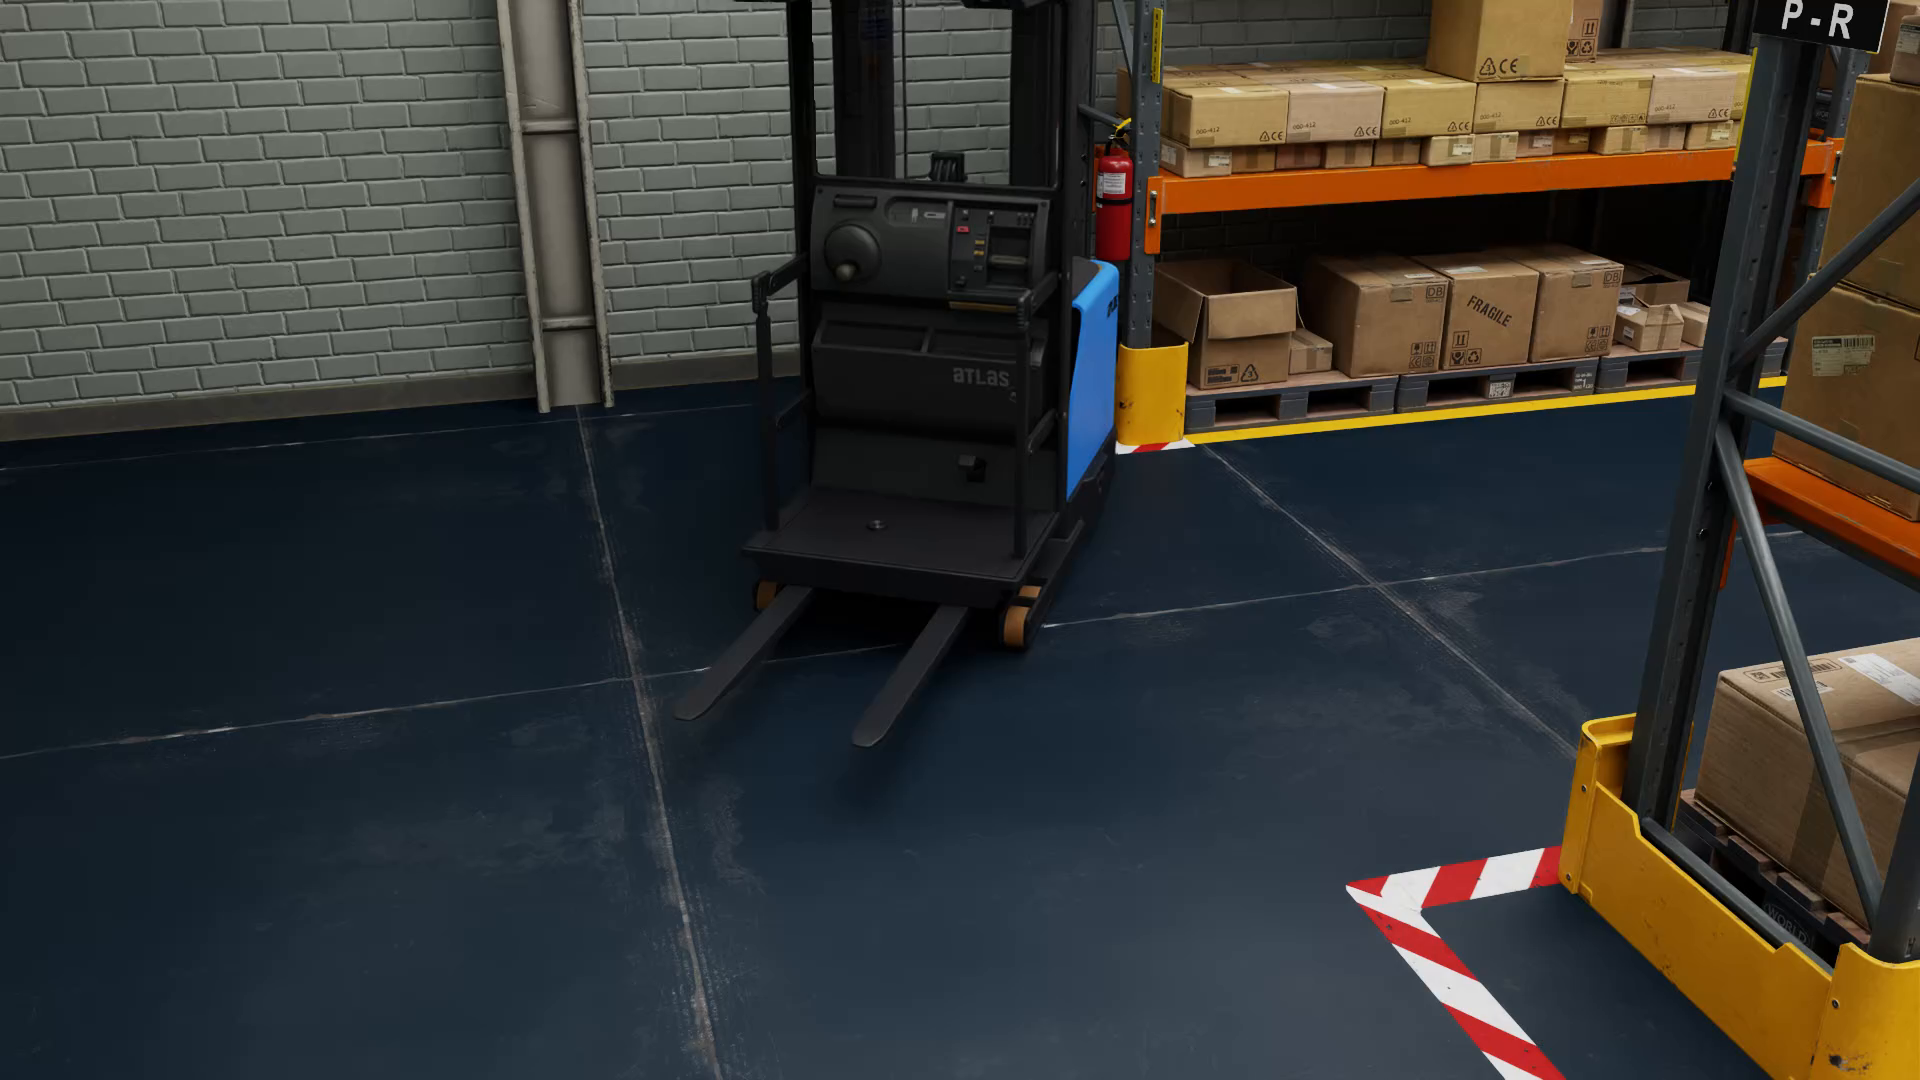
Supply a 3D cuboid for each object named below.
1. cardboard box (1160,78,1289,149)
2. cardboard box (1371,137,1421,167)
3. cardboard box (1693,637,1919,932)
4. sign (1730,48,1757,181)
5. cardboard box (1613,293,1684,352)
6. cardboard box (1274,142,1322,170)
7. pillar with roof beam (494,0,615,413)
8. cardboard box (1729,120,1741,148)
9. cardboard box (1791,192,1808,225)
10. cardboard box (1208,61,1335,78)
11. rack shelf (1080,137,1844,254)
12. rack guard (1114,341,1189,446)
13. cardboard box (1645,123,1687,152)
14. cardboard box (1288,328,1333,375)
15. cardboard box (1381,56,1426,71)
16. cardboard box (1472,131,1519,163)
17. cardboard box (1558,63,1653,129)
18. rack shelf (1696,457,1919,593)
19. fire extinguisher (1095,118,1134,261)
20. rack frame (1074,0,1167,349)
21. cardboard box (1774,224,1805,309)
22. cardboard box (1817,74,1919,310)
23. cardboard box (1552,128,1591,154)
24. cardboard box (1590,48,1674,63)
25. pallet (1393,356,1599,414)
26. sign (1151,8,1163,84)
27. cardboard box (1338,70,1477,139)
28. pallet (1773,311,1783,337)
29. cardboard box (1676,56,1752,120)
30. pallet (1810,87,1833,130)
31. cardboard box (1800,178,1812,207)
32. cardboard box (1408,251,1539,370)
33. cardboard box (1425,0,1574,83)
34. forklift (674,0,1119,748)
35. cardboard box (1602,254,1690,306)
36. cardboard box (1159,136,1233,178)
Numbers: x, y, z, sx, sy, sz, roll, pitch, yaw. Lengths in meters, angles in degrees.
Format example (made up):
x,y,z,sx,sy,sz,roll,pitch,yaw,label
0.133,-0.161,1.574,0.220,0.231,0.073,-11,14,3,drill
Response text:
x,y,z,sx,sy,sz,roll,pitch,yaw,label
1.264,-2.091,8.132,0.500,0.250,0.500,-6,24,-14,cardboard box
2.135,-2.012,8.455,0.250,0.149,0.380,-6,24,-14,cardboard box
2.708,0.683,4.571,0.875,0.438,0.875,-7,24,-16,cardboard box
1.966,-1.041,4.104,0.005,0.325,0.100,-6,24,-14,sign
3.805,-1.231,9.249,0.258,0.266,0.396,-5,24,-12,cardboard box
1.621,-1.978,8.375,0.250,0.149,0.380,-7,24,-15,cardboard box
-0.922,-3.255,3.423,0.400,9.000,9.100,-6,24,-14,pillar with roof beam
4.122,-2.222,8.943,0.250,0.149,0.380,-6,24,-13,cardboard box
4.882,-1.994,9.908,0.250,0.149,0.380,-7,24,-16,cardboard box
1.623,-2.349,8.734,0.500,0.250,0.500,-6,24,-14,cardboard box
2.680,-1.960,8.925,4.000,0.370,1.077,-6,24,-14,rack shelf
0.828,-0.937,8.799,0.348,0.500,1.175,-6,24,-14,rack guard
3.619,-2.167,8.816,0.250,0.149,0.380,-6,24,-13,cardboard box
1.789,-1.020,8.905,0.250,0.149,0.380,-7,24,-16,cardboard box
2.604,-2.456,8.982,0.500,0.250,0.500,-6,24,-14,cardboard box
2.647,-2.047,8.534,0.250,0.149,0.380,-6,24,-13,cardboard box
3.219,-2.317,8.659,0.500,0.250,0.500,-6,24,-15,cardboard box
4.025,-0.075,4.534,4.000,0.370,1.077,-6,24,-14,rack shelf
0.738,-1.679,7.930,0.183,0.674,0.296,-6,24,-14,fire extinguisher
0.755,-2.077,8.287,0.127,3.000,1.000,-6,24,-14,rack frame
4.999,-1.712,10.073,0.500,0.500,0.500,-6,24,-15,cardboard box
2.499,-0.840,4.009,0.500,0.500,0.500,-6,24,-13,cardboard box
3.102,-2.145,8.762,0.250,0.149,0.380,-6,24,-14,cardboard box
3.575,-2.565,9.236,0.500,0.250,0.500,-7,24,-15,cardboard box
2.768,-1.017,9.354,1.213,0.211,1.003,-6,24,-14,pallet
0.901,-2.269,7.636,0.005,0.325,0.100,-6,24,-14,sign
2.237,-2.200,8.386,0.500,0.250,0.500,-7,24,-15,cardboard box
5.379,-1.323,10.065,1.213,0.211,1.003,-6,24,-14,pallet
4.182,-2.424,8.909,0.500,0.250,0.500,-6,24,-13,cardboard box
5.405,-2.459,9.419,1.213,0.211,1.003,-6,24,-14,pallet
5.007,-1.942,9.411,0.250,0.149,0.380,-7,24,-15,cardboard box
2.739,-1.245,8.985,0.500,0.500,0.500,-6,24,-13,cardboard box
2.708,-2.595,8.357,0.500,0.500,0.500,-6,24,-13,cardboard box
-0.178,-1.107,6.112,1.130,2.935,3.031,7,24,15,forklift
3.906,-1.480,9.772,0.500,0.311,0.500,-5,24,-12,cardboard box
1.145,-1.893,8.175,0.250,0.149,0.380,-6,24,-15,cardboard box
